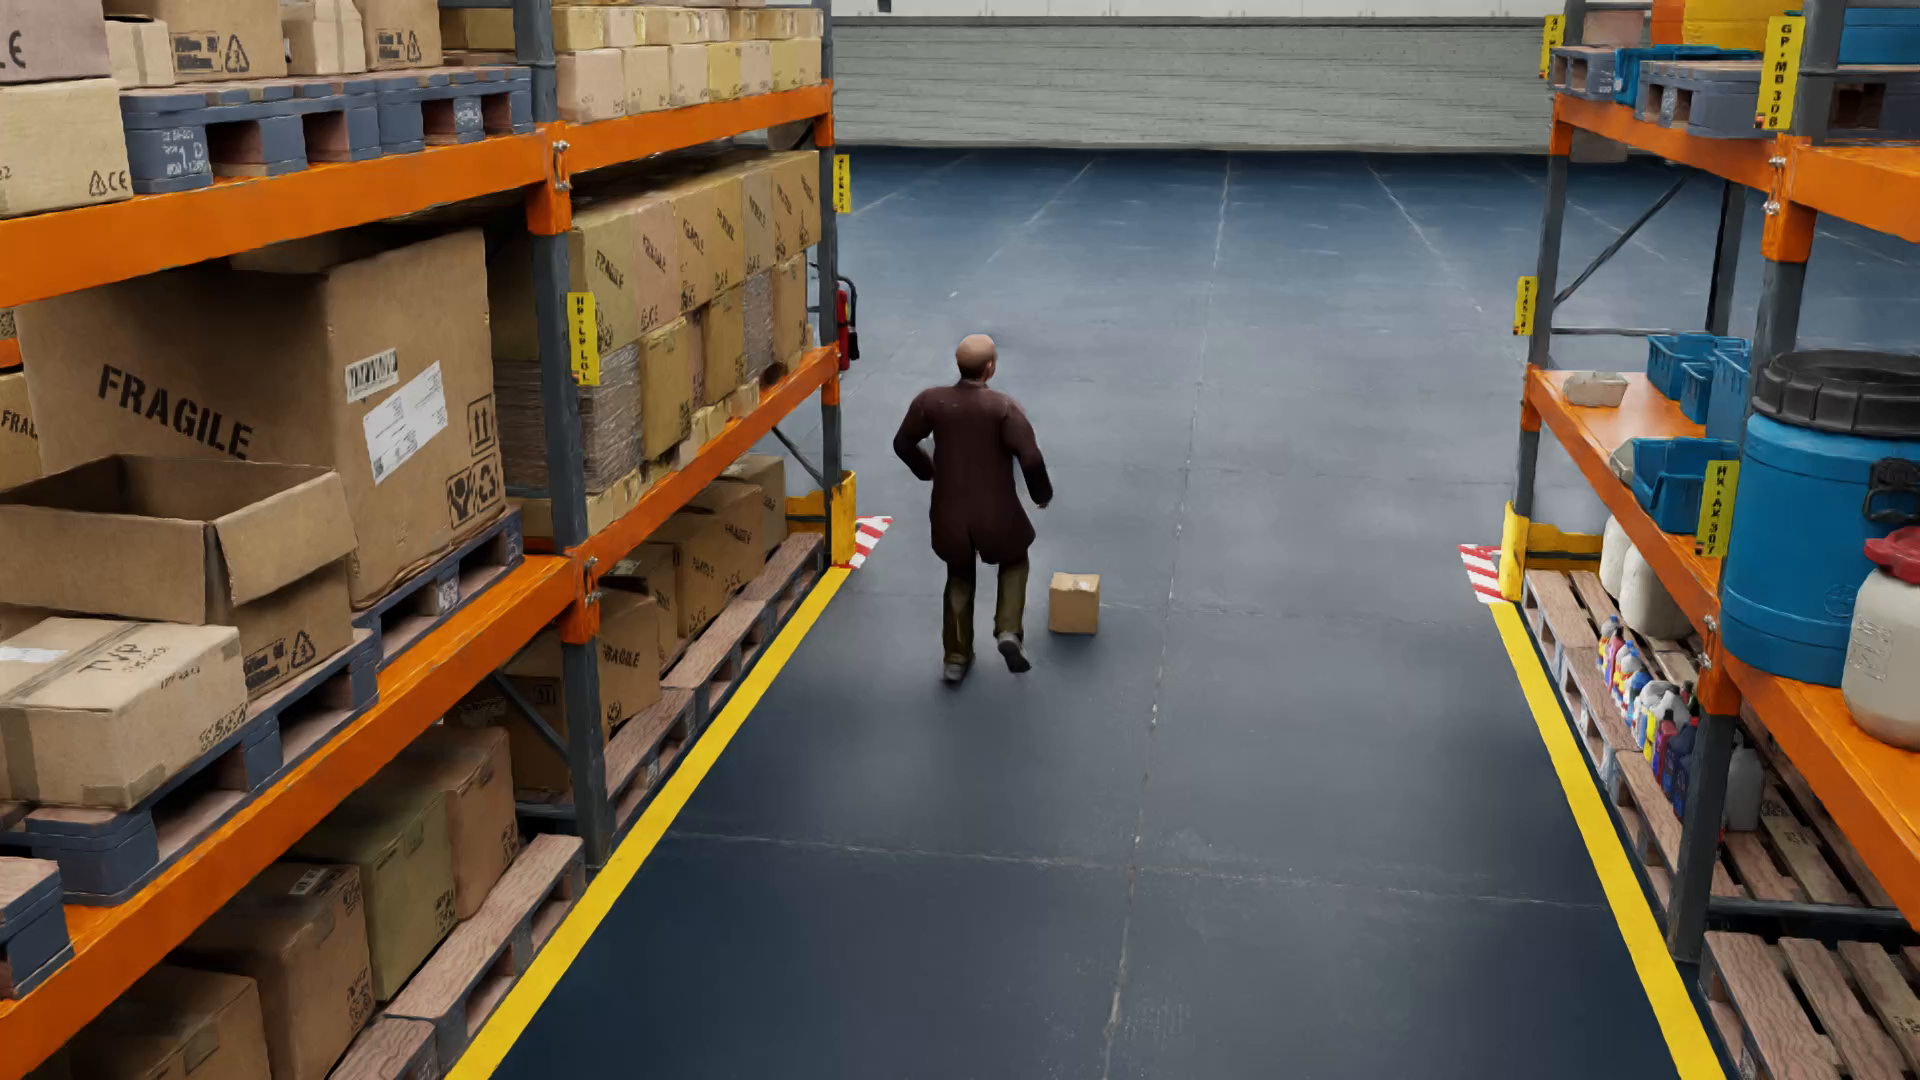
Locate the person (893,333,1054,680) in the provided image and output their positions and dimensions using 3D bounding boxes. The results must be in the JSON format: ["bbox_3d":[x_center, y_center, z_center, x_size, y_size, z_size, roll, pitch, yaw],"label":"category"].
[{"bbox_3d":[0.077,-0.139,8.130,0.785,1.715,0.517,5,18,14],"label":"person"}]
